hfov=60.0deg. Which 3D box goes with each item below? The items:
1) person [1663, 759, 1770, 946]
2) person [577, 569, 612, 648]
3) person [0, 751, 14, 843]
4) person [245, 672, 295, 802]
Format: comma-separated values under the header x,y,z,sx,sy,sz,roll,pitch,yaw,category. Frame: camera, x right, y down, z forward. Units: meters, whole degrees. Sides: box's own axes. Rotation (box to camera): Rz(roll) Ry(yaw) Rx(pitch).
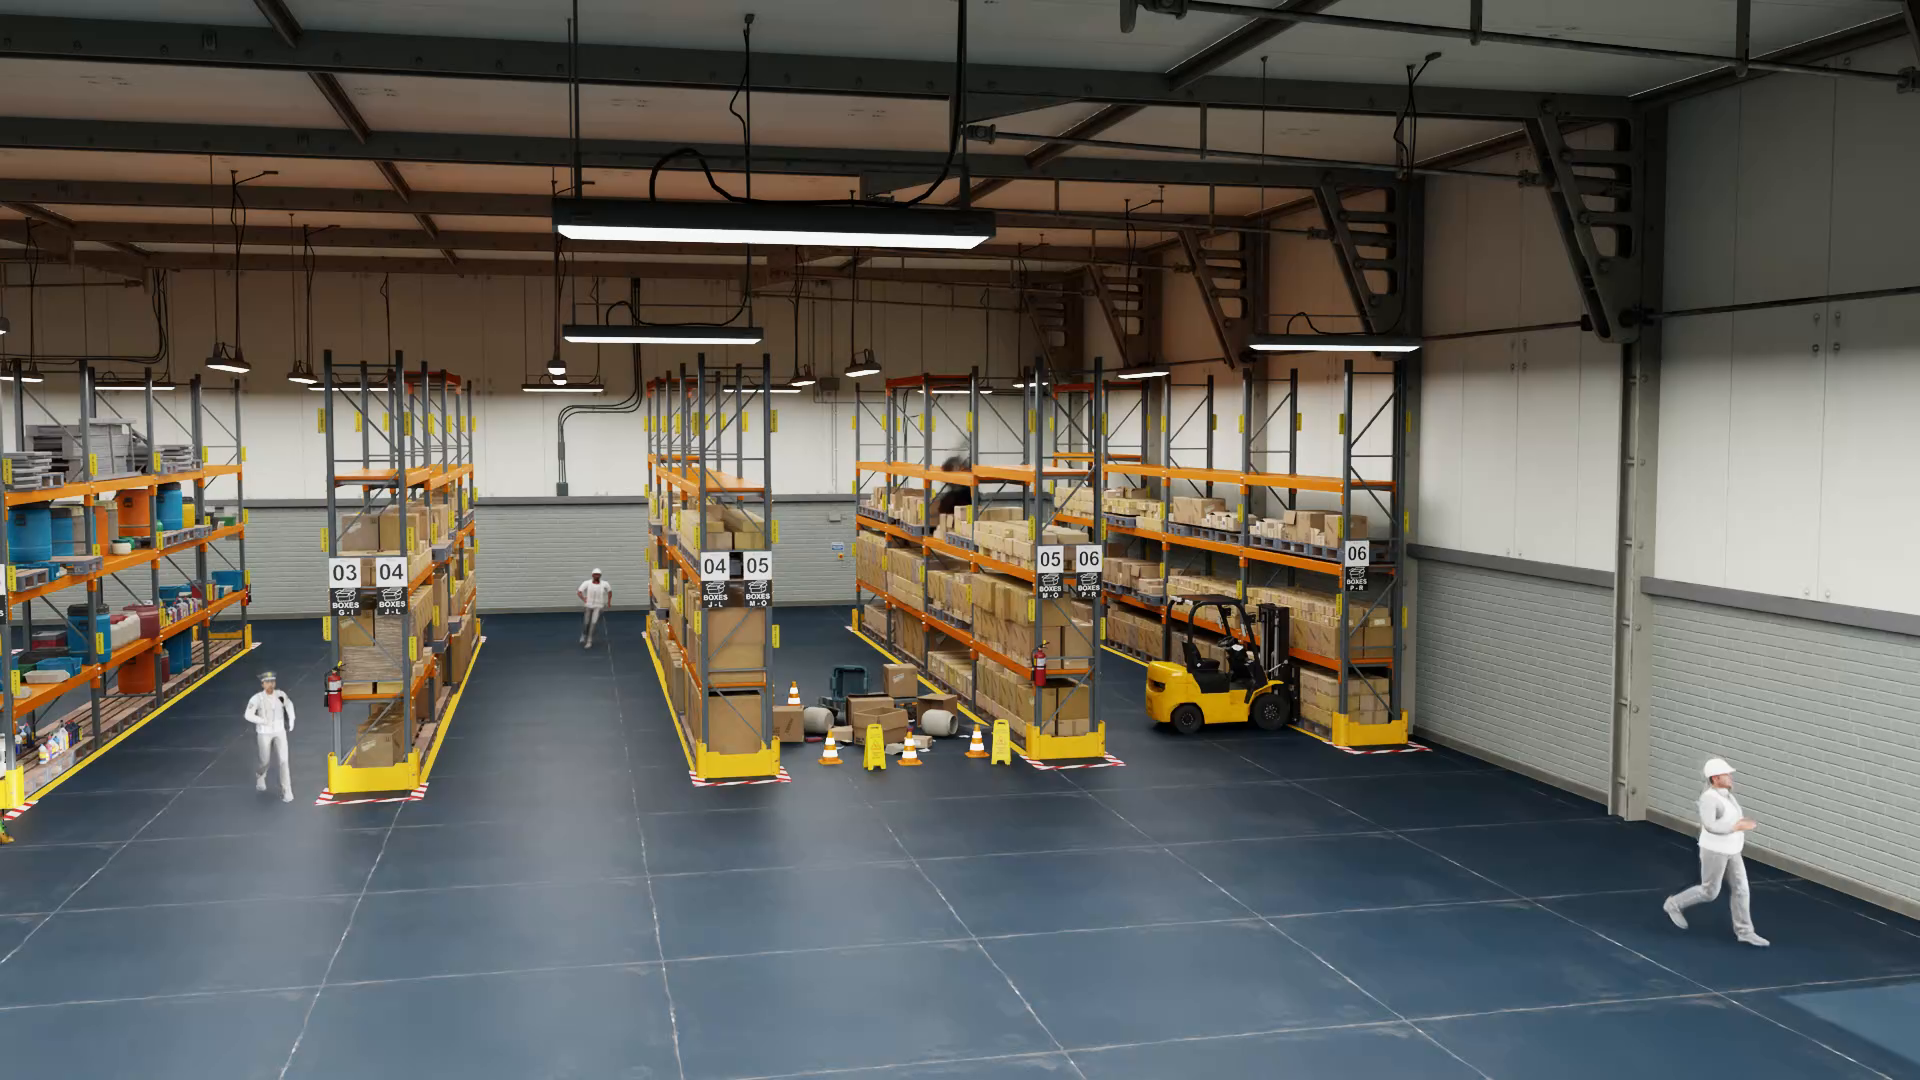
x,y,z,sx,sy,sz,roll,pitch,yaw,category
7.335,2.983,16.064,0.661,1.751,0.963,-4,5,-43,person
-8.233,1.514,37.423,0.759,1.749,0.958,-1,4,-9,person
-11.731,2.712,19.839,0.996,1.775,0.673,1,4,18,person
-9.243,2.606,22.269,0.629,1.727,0.861,-3,5,-35,person
